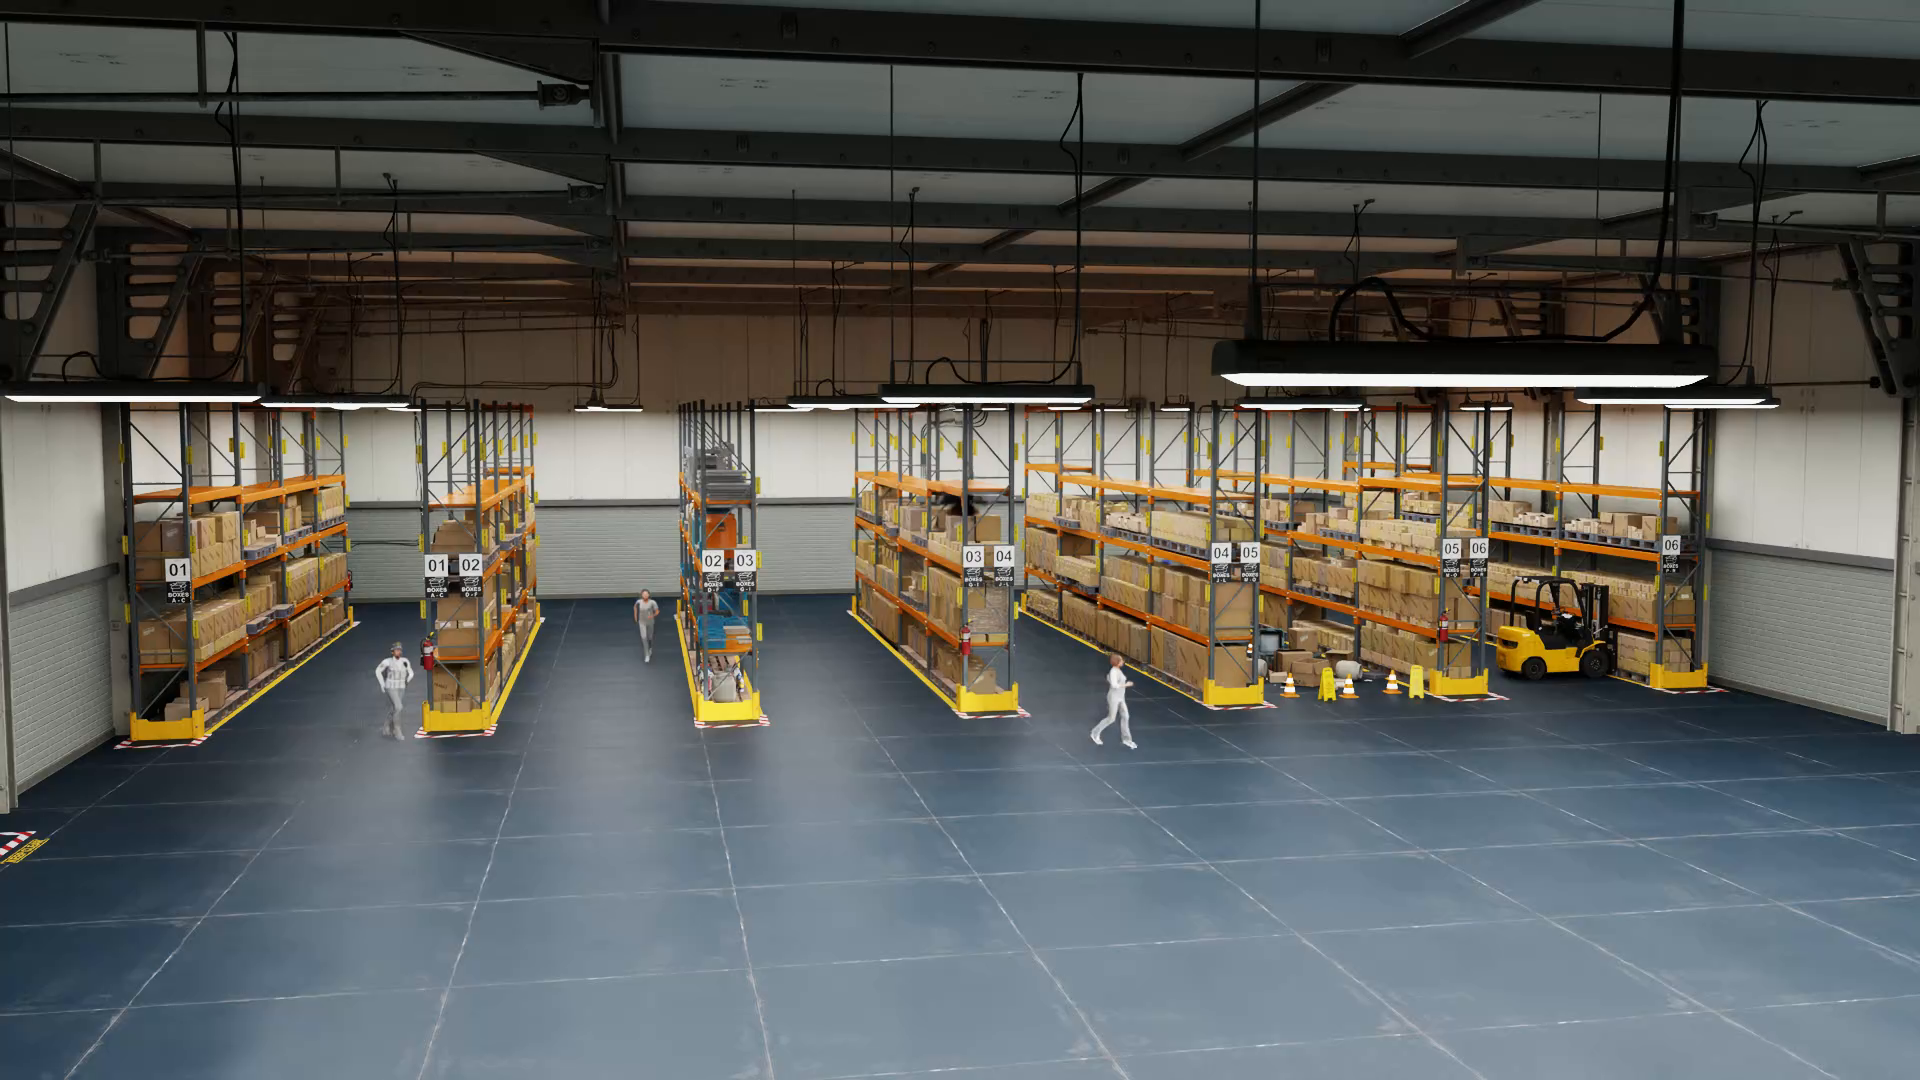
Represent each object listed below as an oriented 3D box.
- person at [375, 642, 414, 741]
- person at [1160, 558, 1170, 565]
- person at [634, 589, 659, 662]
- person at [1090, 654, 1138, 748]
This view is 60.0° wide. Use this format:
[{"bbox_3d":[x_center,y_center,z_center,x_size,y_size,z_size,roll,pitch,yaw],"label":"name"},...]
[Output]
[{"bbox_3d":[-9.962,2.646,29.430,0.753,1.706,0.605,4,6,40],"label":"person"},{"bbox_3d":[6.168,1.153,50.847,0.513,1.476,0.583,0,4,5],"label":"person"},{"bbox_3d":[-7.311,1.965,38.817,0.587,1.664,1.008,0,4,-5],"label":"person"},{"bbox_3d":[2.645,2.759,28.487,0.829,1.595,0.575,2,5,20],"label":"person"}]
